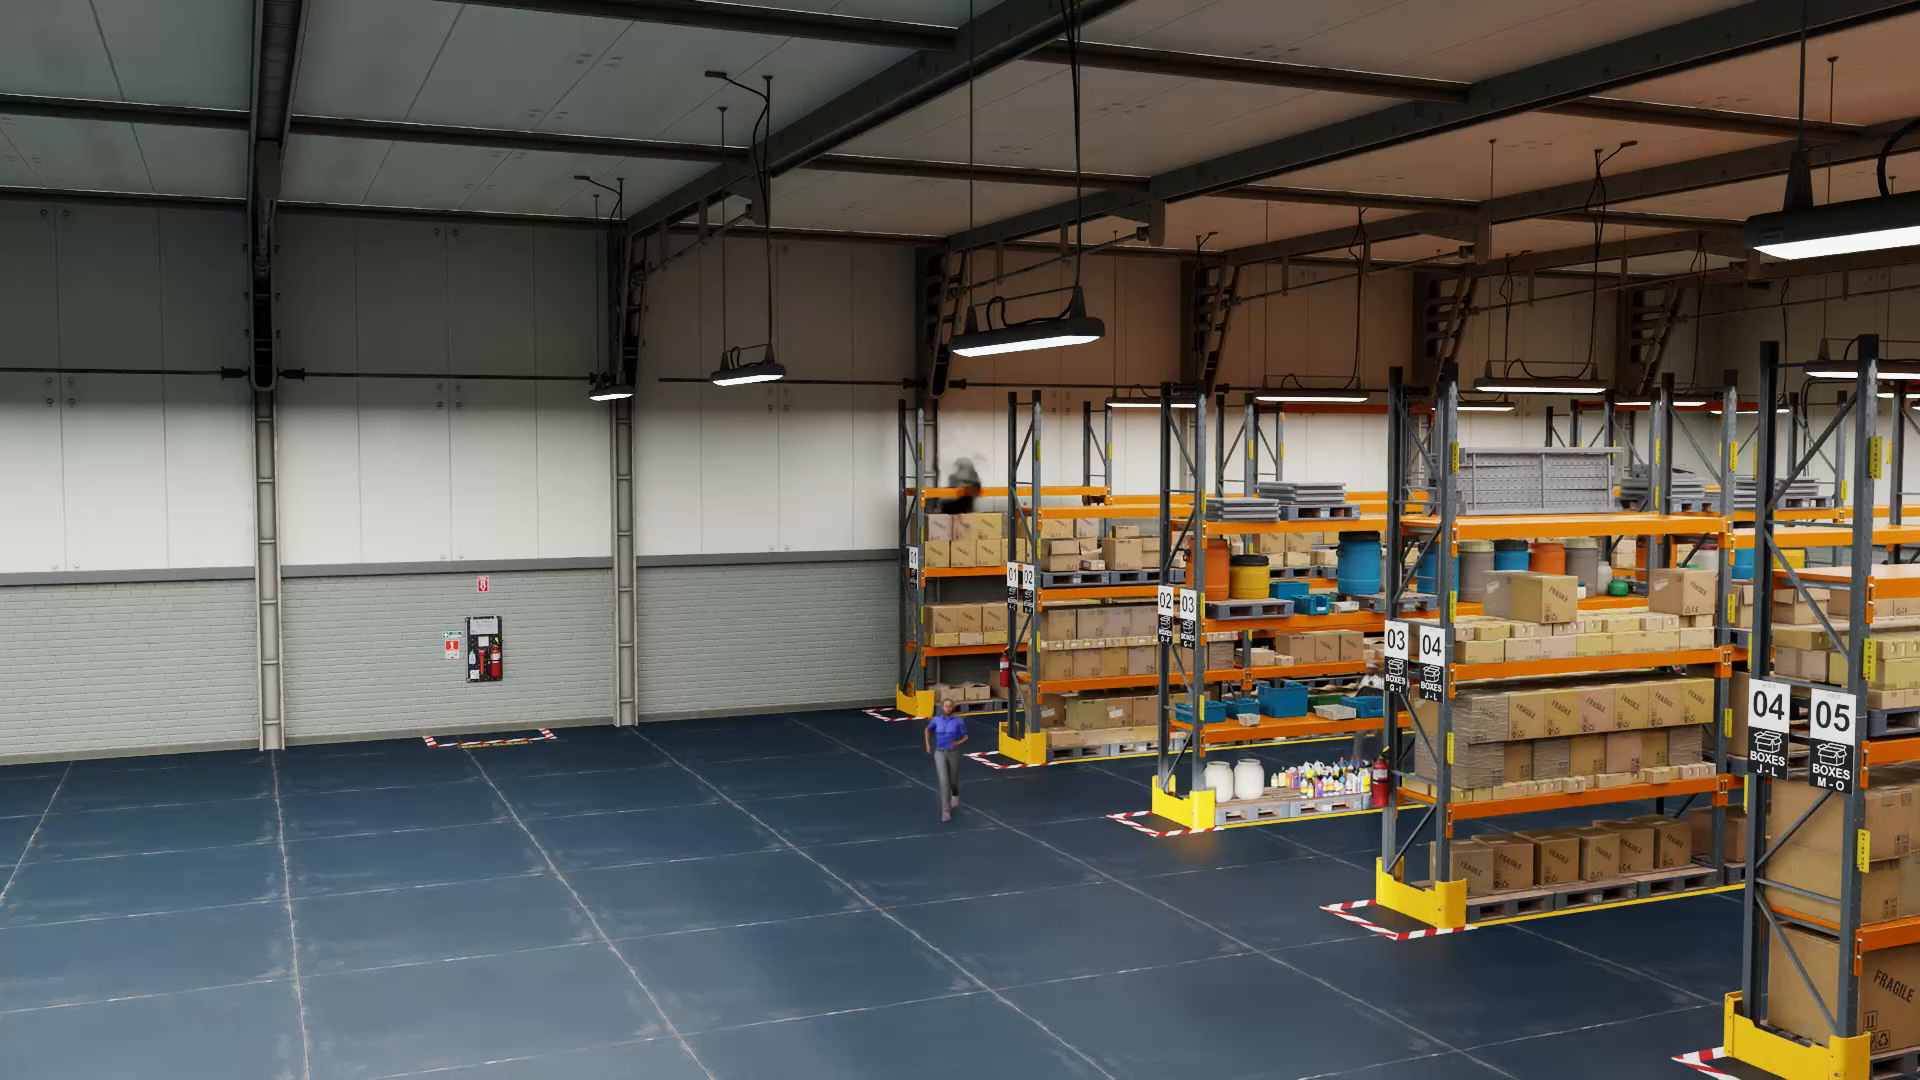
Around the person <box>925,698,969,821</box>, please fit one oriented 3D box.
[{"bbox_3d":[-0.180,2.983,22.895,0.602,1.612,0.972,0,3,-1],"label":"person"}]

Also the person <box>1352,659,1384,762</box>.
[{"bbox_3d":[6.548,2.745,26.514,0.885,1.712,0.566,-2,4,-33],"label":"person"}]
